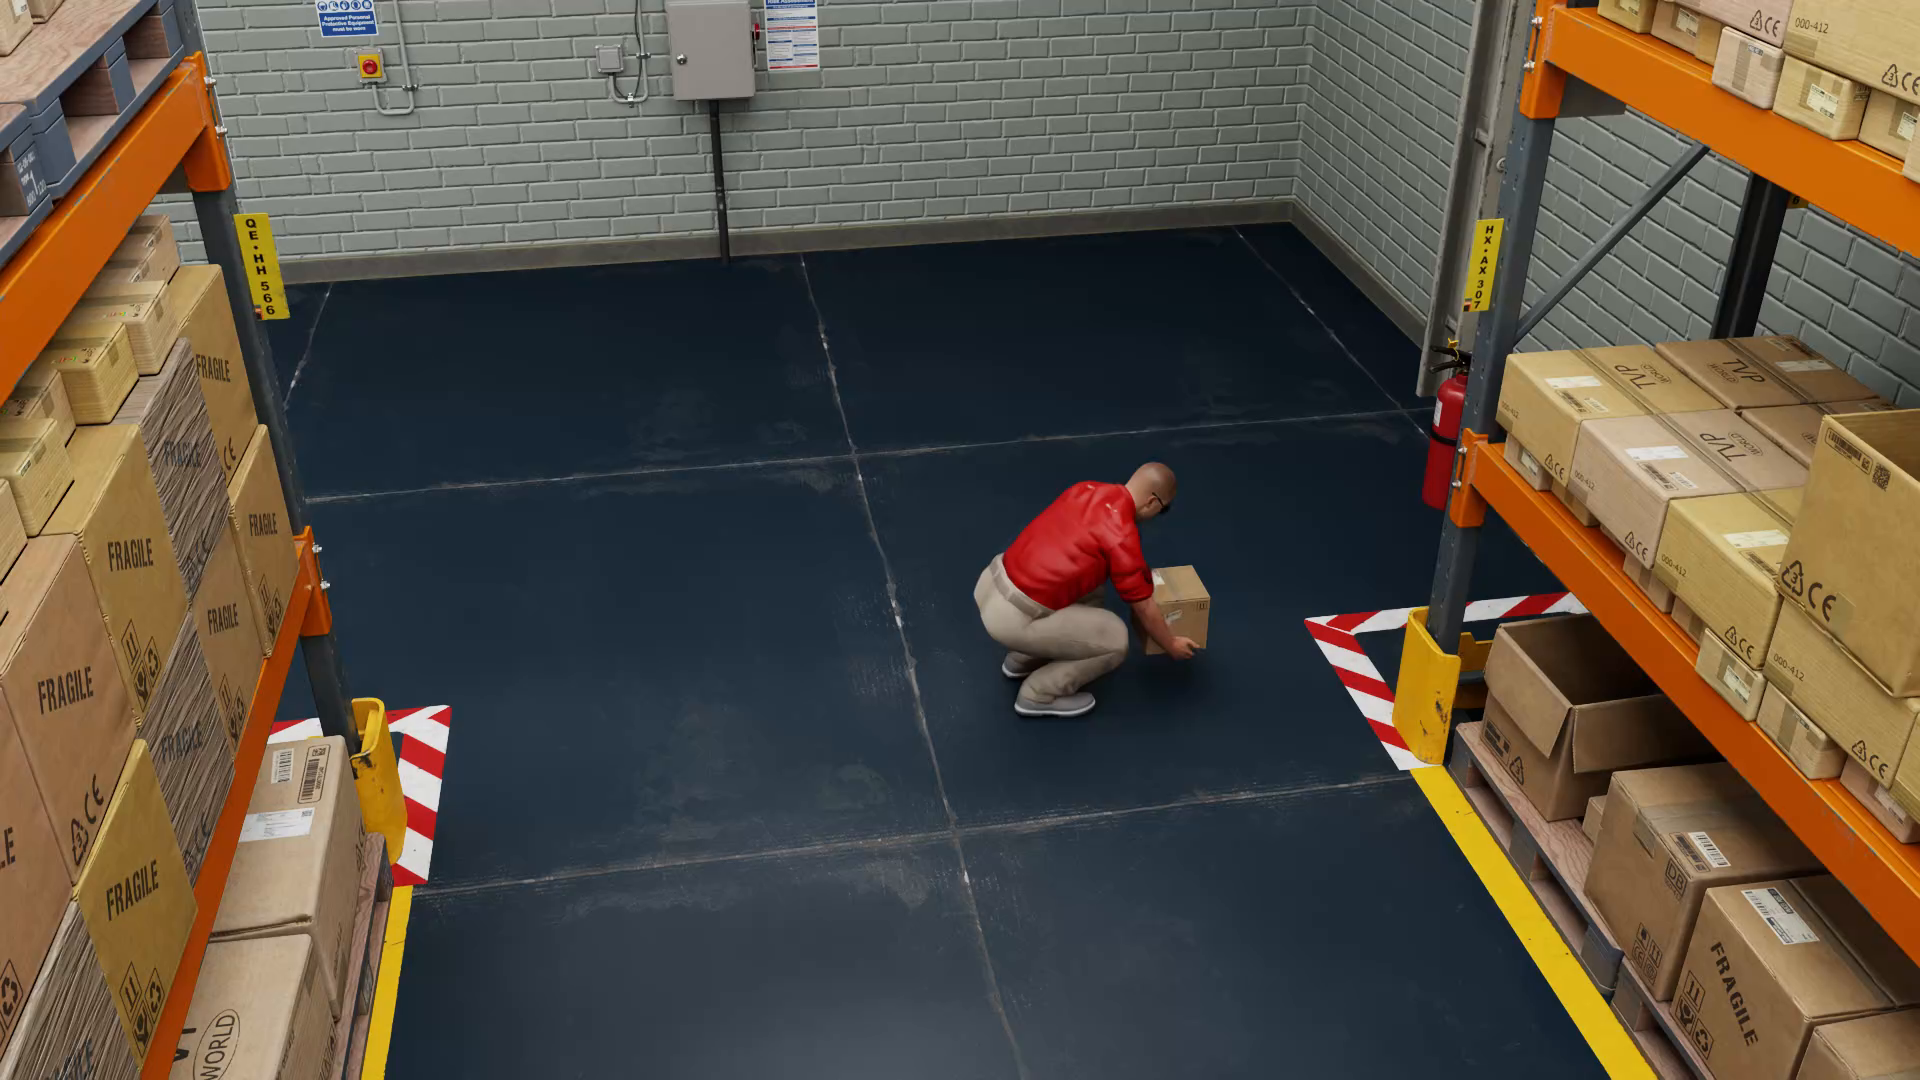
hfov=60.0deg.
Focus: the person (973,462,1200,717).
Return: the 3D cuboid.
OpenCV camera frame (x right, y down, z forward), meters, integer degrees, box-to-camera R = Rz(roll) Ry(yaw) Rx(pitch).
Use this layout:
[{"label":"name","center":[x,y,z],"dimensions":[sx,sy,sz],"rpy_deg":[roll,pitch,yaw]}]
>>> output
[{"label":"person","center":[0.498,0.173,6.609],"dimensions":[0.884,0.972,0.567],"rpy_deg":[-5,31,-9]}]
